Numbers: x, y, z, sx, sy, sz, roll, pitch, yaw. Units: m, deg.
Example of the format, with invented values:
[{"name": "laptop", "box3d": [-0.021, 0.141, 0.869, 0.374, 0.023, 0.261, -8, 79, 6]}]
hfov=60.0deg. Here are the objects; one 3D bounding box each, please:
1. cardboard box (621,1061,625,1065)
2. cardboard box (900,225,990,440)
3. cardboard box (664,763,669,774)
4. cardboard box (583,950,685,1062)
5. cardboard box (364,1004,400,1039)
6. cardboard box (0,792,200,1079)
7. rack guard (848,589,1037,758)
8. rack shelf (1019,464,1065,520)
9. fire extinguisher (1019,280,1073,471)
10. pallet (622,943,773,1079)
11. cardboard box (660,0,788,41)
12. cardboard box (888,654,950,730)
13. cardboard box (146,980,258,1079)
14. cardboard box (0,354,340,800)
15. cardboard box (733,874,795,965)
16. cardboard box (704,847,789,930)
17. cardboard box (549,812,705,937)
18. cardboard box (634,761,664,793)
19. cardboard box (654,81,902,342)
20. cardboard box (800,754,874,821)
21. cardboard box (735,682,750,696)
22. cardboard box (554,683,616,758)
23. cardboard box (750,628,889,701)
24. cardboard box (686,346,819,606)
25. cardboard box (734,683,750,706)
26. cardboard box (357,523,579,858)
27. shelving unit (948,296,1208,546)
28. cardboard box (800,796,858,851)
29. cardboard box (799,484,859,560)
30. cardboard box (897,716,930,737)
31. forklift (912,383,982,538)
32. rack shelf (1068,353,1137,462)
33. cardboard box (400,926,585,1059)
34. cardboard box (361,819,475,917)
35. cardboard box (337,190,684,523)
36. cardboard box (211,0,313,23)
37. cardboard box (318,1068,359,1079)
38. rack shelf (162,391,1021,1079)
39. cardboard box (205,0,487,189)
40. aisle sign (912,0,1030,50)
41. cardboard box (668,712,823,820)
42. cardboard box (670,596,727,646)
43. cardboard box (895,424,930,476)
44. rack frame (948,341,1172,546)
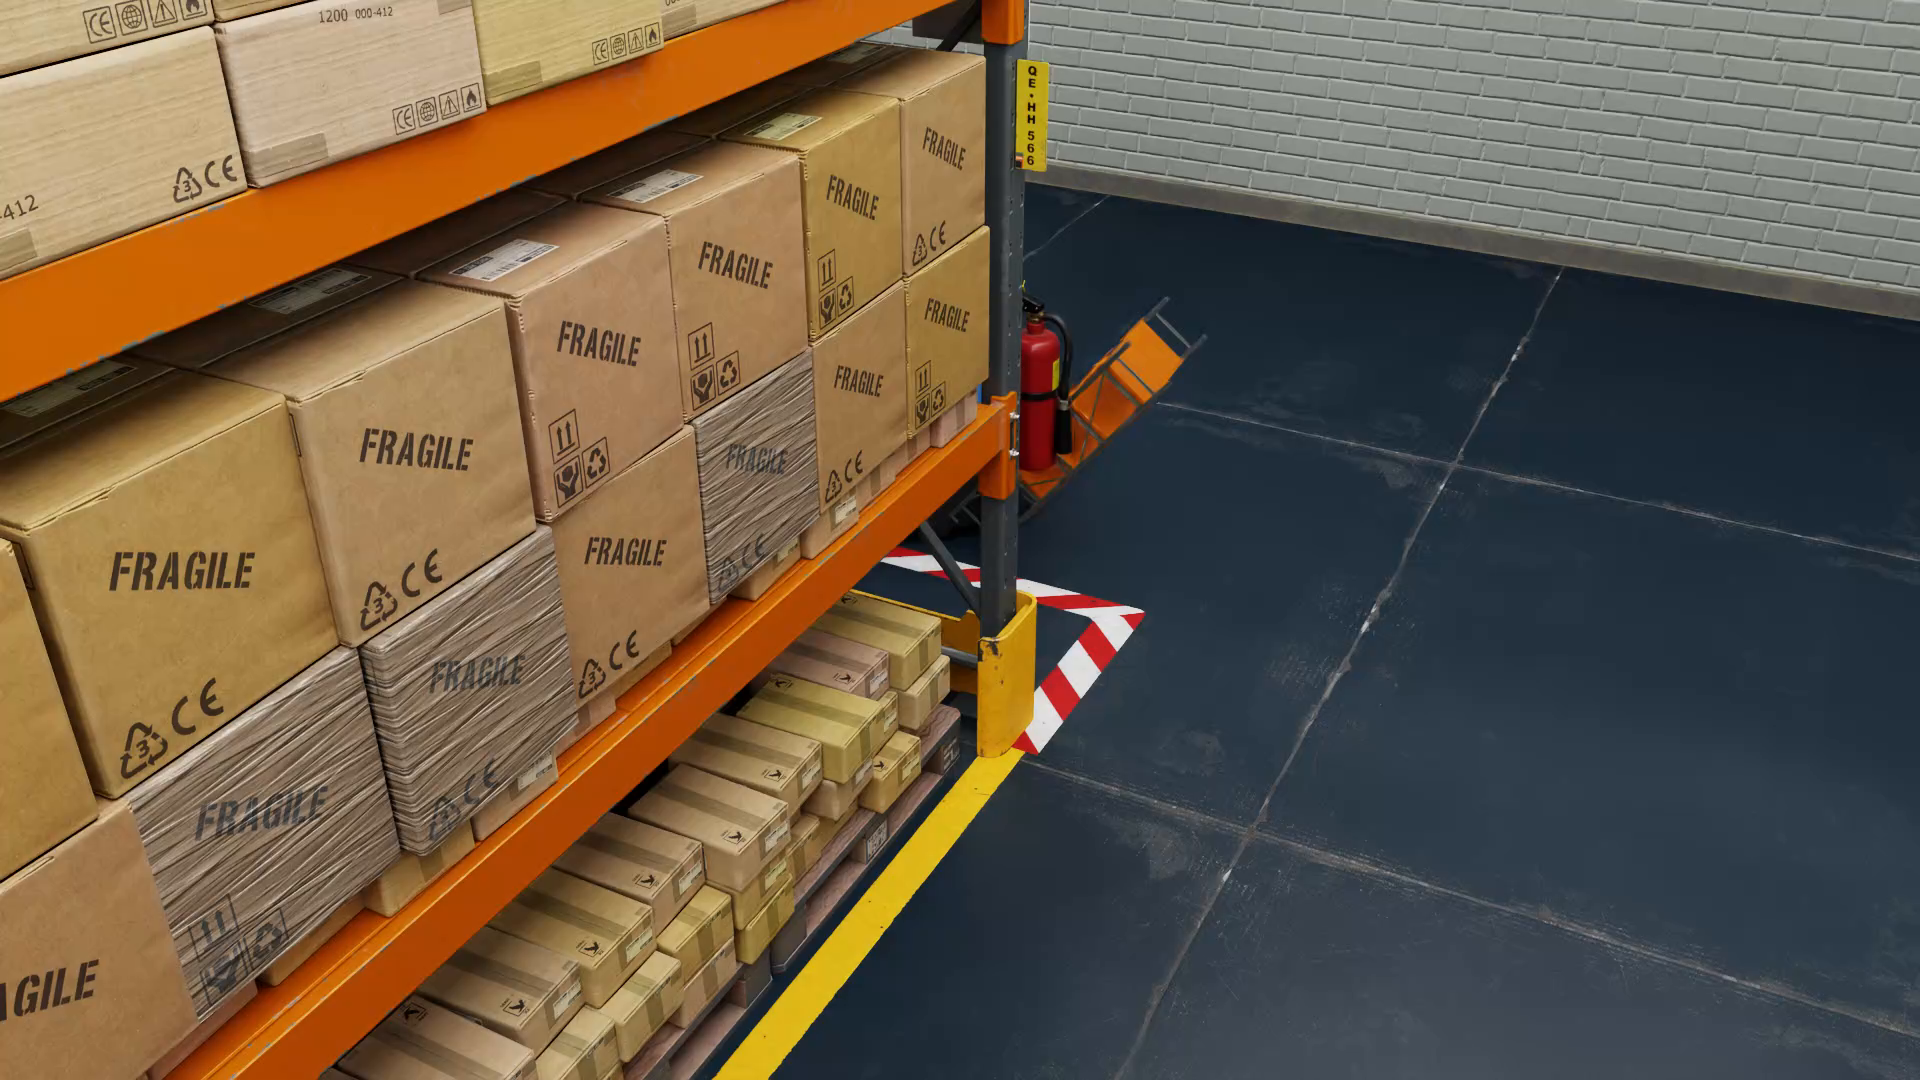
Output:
[{"name": "cardboard box", "box3d": [-1.034, 1.263, 4.480, 0.380, 0.149, 0.250, 15, 33, 25]}, {"name": "cardboard box", "box3d": [-0.246, -0.672, 5.010, 0.500, 0.500, 0.500, 15, 33, 24]}, {"name": "cardboard box", "box3d": [-0.948, 0.702, 5.456, 0.380, 0.149, 0.250, 15, 33, 24]}, {"name": "cardboard box", "box3d": [-0.951, 1.167, 4.348, 0.380, 0.149, 0.250, 15, 33, 24]}, {"name": "cardboard box", "box3d": [-1.573, 1.163, 4.355, 0.380, 0.149, 0.250, 13, 32, 21]}, {"name": "cardboard box", "box3d": [-1.643, 0.681, 2.653, 0.500, 0.500, 0.500, 14, 33, 22]}, {"name": "rack guard", "box3d": [-0.305, 0.360, 6.121, 1.175, 0.500, 0.348, 14, 33, 23]}, {"name": "rack shelf", "box3d": [0.326, -0.321, 7.105, 0.258, 0.148, 0.480, 44, 38, -3]}, {"name": "fire extinguisher", "box3d": [0.255, -0.569, 5.682, 0.296, 0.674, 0.183, 14, 33, 23]}, {"name": "pallet", "box3d": [-1.264, 1.376, 4.642, 1.003, 0.211, 1.213, 14, 33, 23]}, {"name": "cardboard box", "box3d": [-0.706, -1.287, 3.618, 0.500, 0.250, 0.500, 16, 33, 25]}, {"name": "cardboard box", "box3d": [-0.257, 0.466, 5.568, 0.380, 0.149, 0.250, 13, 32, 22]}, {"name": "cardboard box", "box3d": [-1.546, 0.812, 3.077, 0.380, 0.149, 0.250, 13, 32, 21]}, {"name": "cardboard box", "box3d": [-1.448, 0.032, 2.780, 0.500, 0.500, 0.500, 13, 32, 22]}, {"name": "cardboard box", "box3d": [-0.710, 1.051, 4.848, 0.380, 0.149, 0.250, 13, 32, 21]}, {"name": "cardboard box", "box3d": [-0.716, 0.929, 4.762, 0.380, 0.149, 0.250, 15, 33, 24]}, {"name": "cardboard box", "box3d": [-0.923, 0.896, 4.520, 0.380, 0.149, 0.250, 13, 32, 22]}, {"name": "cardboard box", "box3d": [-1.159, 0.668, 5.217, 0.380, 0.149, 0.250, 15, 33, 25]}, {"name": "cardboard box", "box3d": [-0.488, -0.880, 4.367, 0.500, 0.500, 0.500, 13, 32, 22]}, {"name": "cardboard box", "box3d": [-0.492, 0.697, 5.167, 0.380, 0.149, 0.250, 13, 32, 21]}, {"name": "cardboard box", "box3d": [-0.830, 0.343, 5.484, 0.380, 0.149, 0.250, 15, 33, 24]}, {"name": "cardboard box", "box3d": [-1.035, 0.349, 3.883, 0.380, 0.149, 0.250, 16, 33, 25]}, {"name": "cardboard box", "box3d": [-0.452, 0.429, 5.335, 0.380, 0.149, 0.250, 15, 33, 24]}, {"name": "cardboard box", "box3d": [-0.708, -0.218, 4.219, 0.500, 0.500, 0.500, 14, 33, 23]}, {"name": "cardboard box", "box3d": [-0.913, 0.450, 5.596, 0.380, 0.149, 0.250, 14, 33, 23]}, {"name": "cardboard box", "box3d": [-1.162, 0.245, 3.413, 0.500, 0.500, 0.500, 14, 33, 22]}, {"name": "shelving unit", "box3d": [0.479, -0.466, 6.943, 0.258, 1.200, 0.503, 44, 38, -3]}, {"name": "cardboard box", "box3d": [-0.549, 0.812, 5.266, 0.380, 0.149, 0.250, 14, 33, 23]}, {"name": "cardboard box", "box3d": [-0.510, -0.105, 4.674, 0.380, 0.149, 0.250, 15, 33, 25]}, {"name": "cardboard box", "box3d": [-0.325, 0.577, 5.674, 0.380, 0.149, 0.250, 15, 33, 24]}, {"name": "forklift", "box3d": [-1.462, -1.364, 6.682, 3.031, 2.935, 1.130, -7, 31, -11]}, {"name": "rack shelf", "box3d": [0.570, -0.551, 6.848, 0.258, 0.148, 0.480, 44, 38, -3]}, {"name": "cardboard box", "box3d": [-1.164, 1.119, 4.132, 0.380, 0.149, 0.250, 13, 32, 21]}, {"name": "cardboard box", "box3d": [-1.244, 0.596, 3.453, 0.380, 0.149, 0.250, 15, 33, 24]}, {"name": "cardboard box", "box3d": [-0.955, -0.412, 3.552, 0.500, 0.500, 0.500, 13, 32, 22]}, {"name": "cardboard box", "box3d": [-1.187, -1.036, 2.678, 0.500, 0.250, 0.500, 15, 33, 24]}, {"name": "cardboard box", "box3d": [-1.403, 1.353, 3.725, 0.380, 0.149, 0.250, 13, 32, 22]}, {"name": "rack shelf", "box3d": [-1.182, 0.441, 4.193, 1.077, 0.370, 4.000, 14, 33, 23]}, {"name": "cardboard box", "box3d": [-1.172, -0.816, 2.798, 0.500, 0.250, 0.500, 16, 33, 25]}, {"name": "aisle sign", "box3d": [0.030, -1.849, 4.848, 0.394, 0.787, 0.004, 14, 33, 23]}, {"name": "cardboard box", "box3d": [-0.631, 0.673, 4.910, 0.380, 0.149, 0.250, 13, 32, 21]}, {"name": "cardboard box", "box3d": [-0.833, 0.111, 4.297, 0.380, 0.149, 0.250, 13, 32, 21]}, {"name": "cardboard box", "box3d": [-0.314, -0.338, 5.079, 0.380, 0.149, 0.250, 14, 33, 23]}, {"name": "rack frame", "box3d": [0.383, -0.352, 6.750, 0.240, 1.200, 0.015, 44, 38, -3]}]
